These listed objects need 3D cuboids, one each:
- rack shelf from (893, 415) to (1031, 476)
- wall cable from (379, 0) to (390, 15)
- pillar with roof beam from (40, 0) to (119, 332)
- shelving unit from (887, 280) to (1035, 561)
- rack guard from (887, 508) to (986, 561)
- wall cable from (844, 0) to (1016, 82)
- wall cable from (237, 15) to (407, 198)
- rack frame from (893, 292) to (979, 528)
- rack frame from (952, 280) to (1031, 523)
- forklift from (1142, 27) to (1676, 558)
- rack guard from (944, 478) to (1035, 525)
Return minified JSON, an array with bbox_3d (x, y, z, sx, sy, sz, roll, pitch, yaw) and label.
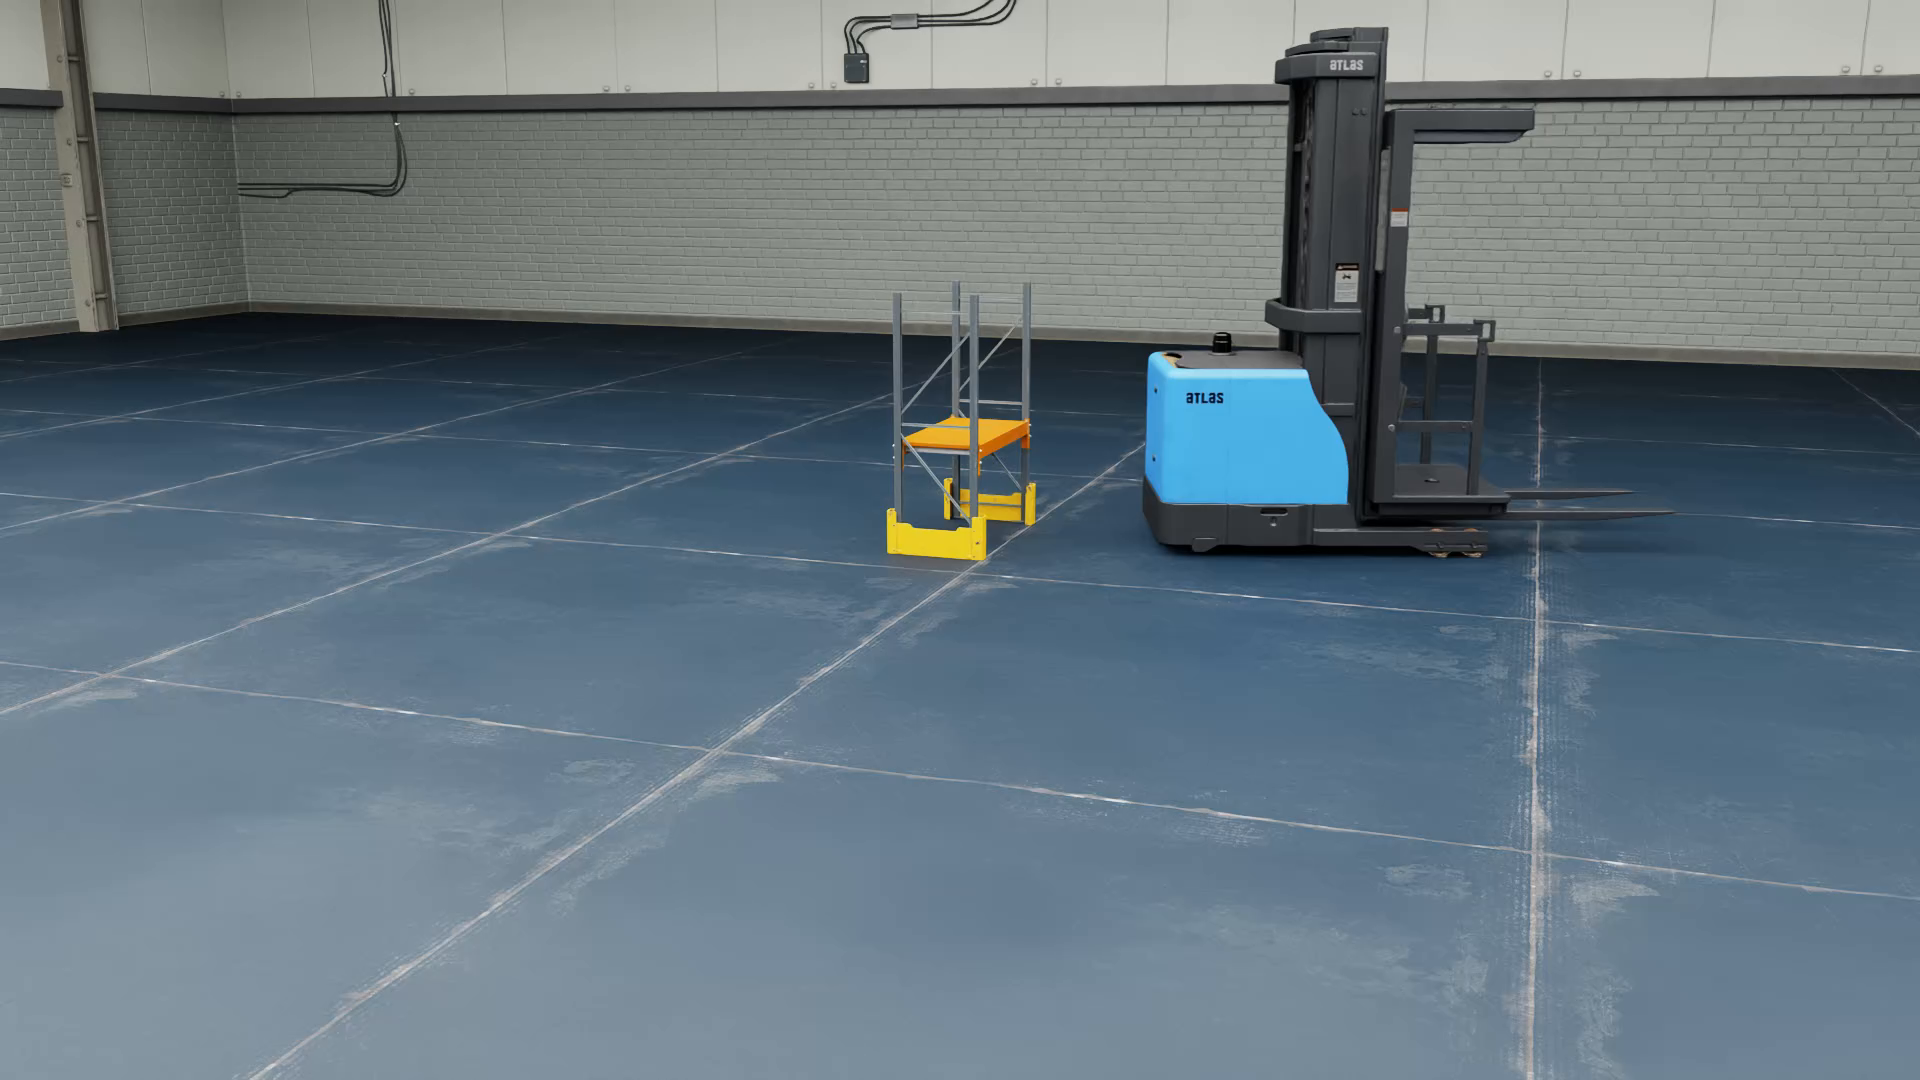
[{"bbox_3d":[0.028,-0.574,9.940,0.538,0.185,1.000,4,14,18],"label":"rack shelf"},{"bbox_3d":[-6.794,-8.481,22.551,3.097,2.526,0.112,4,14,18],"label":"wall cable"},{"bbox_3d":[-7.485,-6.892,19.963,9.100,9.000,0.400,4,14,18],"label":"pillar with roof beam"},{"bbox_3d":[0.025,-0.747,9.891,0.587,1.500,1.083,4,14,18],"label":"shelving unit"},{"bbox_3d":[-0.136,-0.033,9.571,0.587,0.250,0.087,4,14,18],"label":"rack guard"},{"bbox_3d":[-0.377,-8.699,20.234,2.305,6.003,0.169,4,14,18],"label":"wall cable"},{"bbox_3d":[-9.354,-6.214,23.967,3.097,2.526,0.112,4,14,18],"label":"wall cable"},{"bbox_3d":[-0.137,-0.642,9.431,0.500,1.500,0.032,4,14,18],"label":"rack frame"},{"bbox_3d":[0.192,-0.856,10.369,0.500,1.500,0.032,4,14,18],"label":"rack frame"},{"bbox_3d":[2.663,-1.447,9.741,3.031,2.935,1.130,0,13,0],"label":"forklift"},{"bbox_3d":[0.186,-0.243,10.490,0.587,0.250,0.087,4,14,18],"label":"rack guard"}]
